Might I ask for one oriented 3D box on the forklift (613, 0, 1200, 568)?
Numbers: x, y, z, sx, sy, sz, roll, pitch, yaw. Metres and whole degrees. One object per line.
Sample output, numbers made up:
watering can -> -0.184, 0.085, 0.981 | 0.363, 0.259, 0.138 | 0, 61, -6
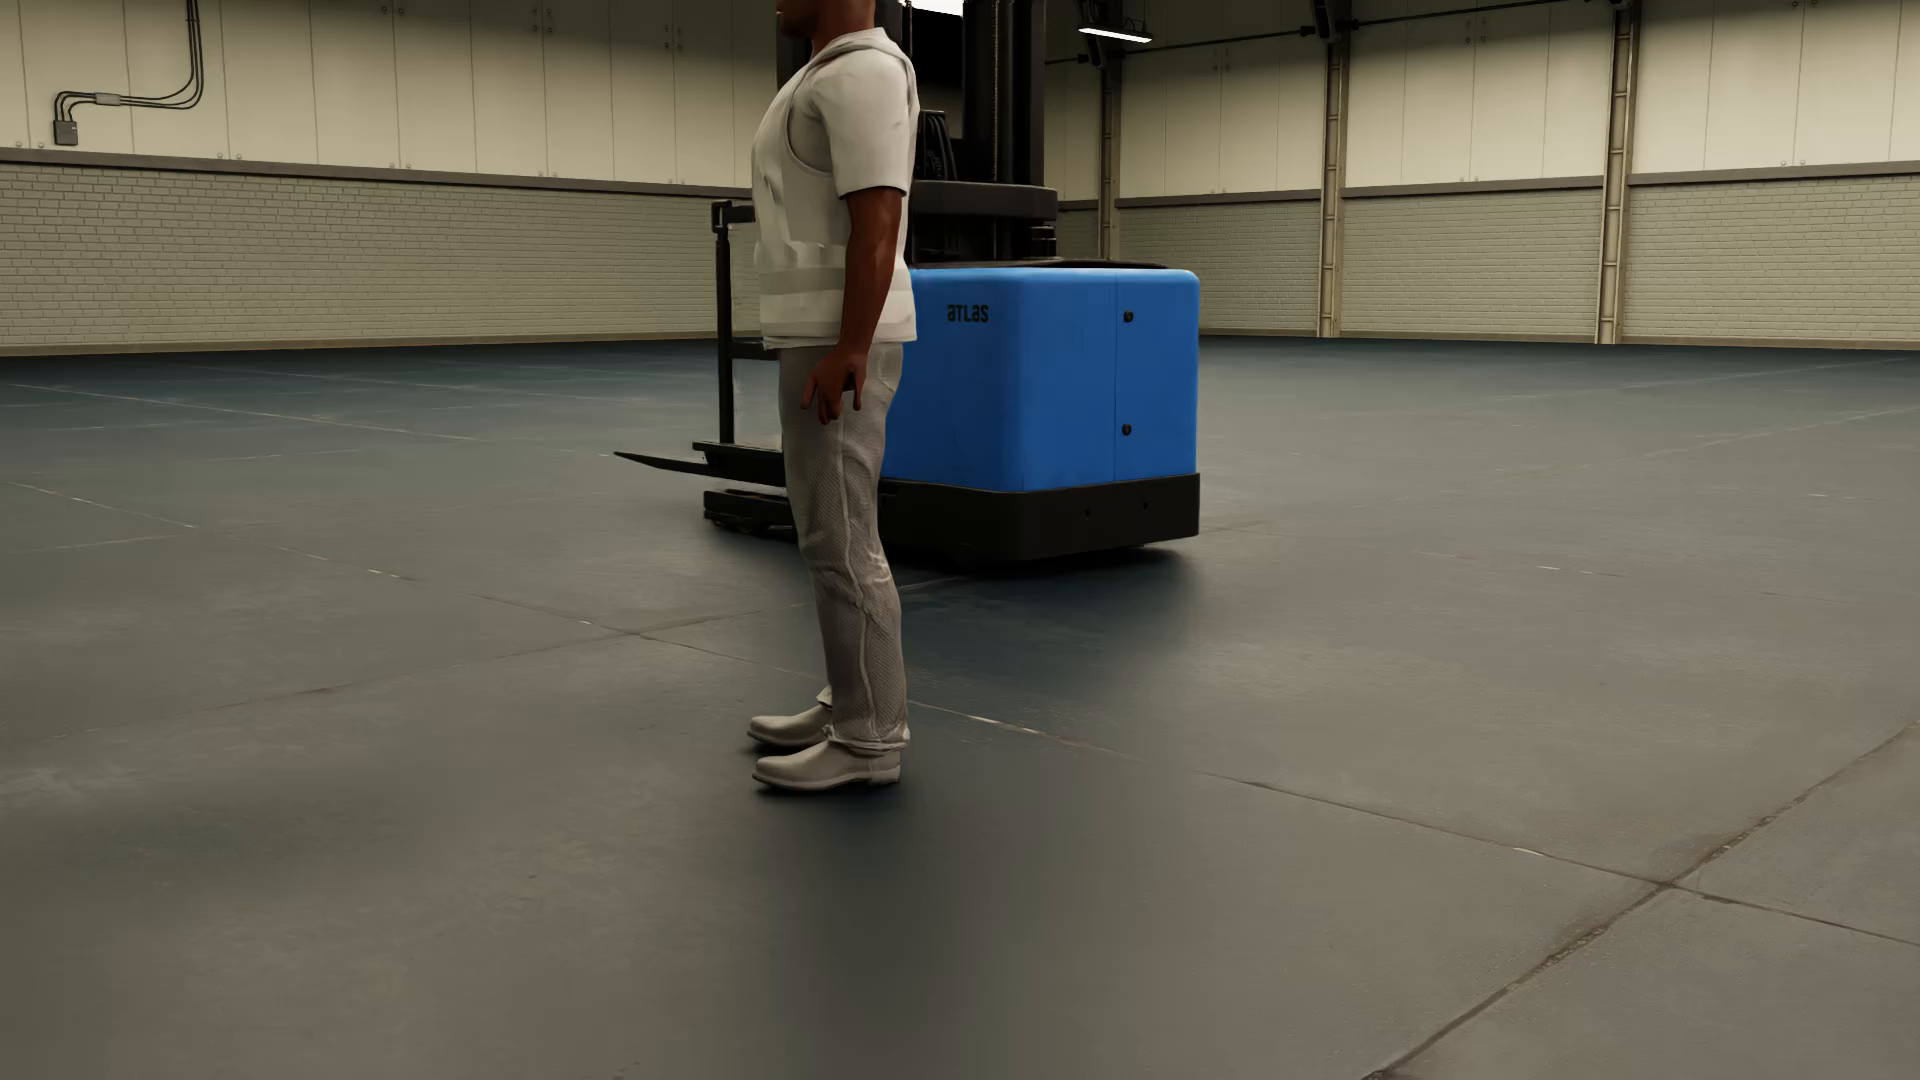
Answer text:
forklift -> -0.434, -1.519, 6.960 | 1.130, 2.935, 3.031 | -7, 11, -41

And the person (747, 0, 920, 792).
person -> -0.269, -0.393, 3.391 | 0.375, 1.771, 0.585 | -1, 9, -5
